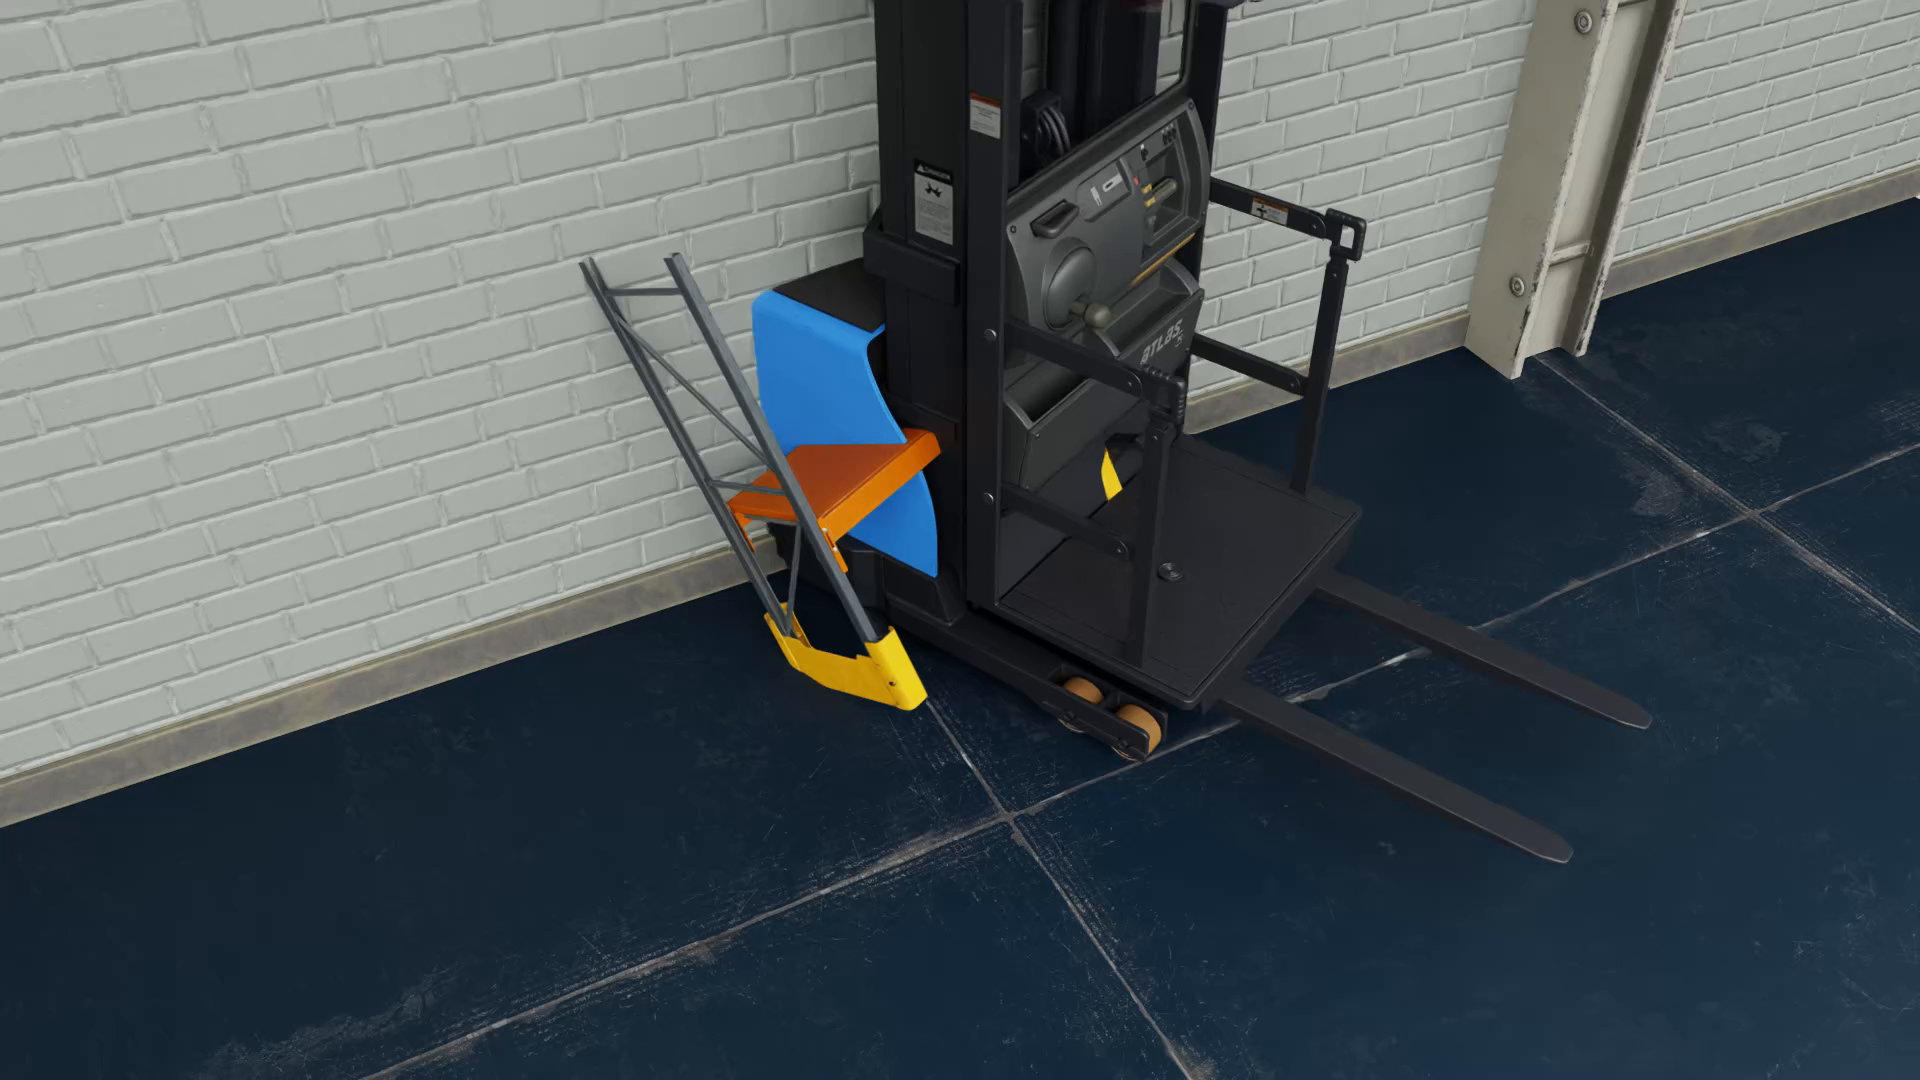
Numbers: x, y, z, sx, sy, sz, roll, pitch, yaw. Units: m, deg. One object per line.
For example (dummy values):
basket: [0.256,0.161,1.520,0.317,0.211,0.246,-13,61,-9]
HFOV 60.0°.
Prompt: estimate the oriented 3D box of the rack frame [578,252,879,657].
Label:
rack frame: [-0.606,-0.146,4.781,0.500,1.500,0.032,9,42,48]

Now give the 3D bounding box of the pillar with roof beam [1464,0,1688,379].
pillar with roof beam: [4.240,-1.741,0.841,0.400,9.000,9.100,-19,44,-21]

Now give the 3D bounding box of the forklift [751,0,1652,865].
forklift: [0.591,-0.852,4.488,3.031,2.935,1.130,26,47,27]

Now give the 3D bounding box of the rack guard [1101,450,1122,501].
rack guard: [0.291,-0.225,5.562,0.587,0.250,0.087,9,42,48]

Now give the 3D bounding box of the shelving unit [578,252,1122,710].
shelving unit: [-0.270,-0.444,5.037,0.587,1.500,1.083,9,42,48]

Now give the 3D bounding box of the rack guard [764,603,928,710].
rack guard: [-0.356,0.350,5.068,0.587,0.250,0.087,9,42,48]

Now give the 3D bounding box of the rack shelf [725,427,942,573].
rack shelf: [-0.208,-0.293,5.113,0.538,0.185,1.000,9,42,48]
